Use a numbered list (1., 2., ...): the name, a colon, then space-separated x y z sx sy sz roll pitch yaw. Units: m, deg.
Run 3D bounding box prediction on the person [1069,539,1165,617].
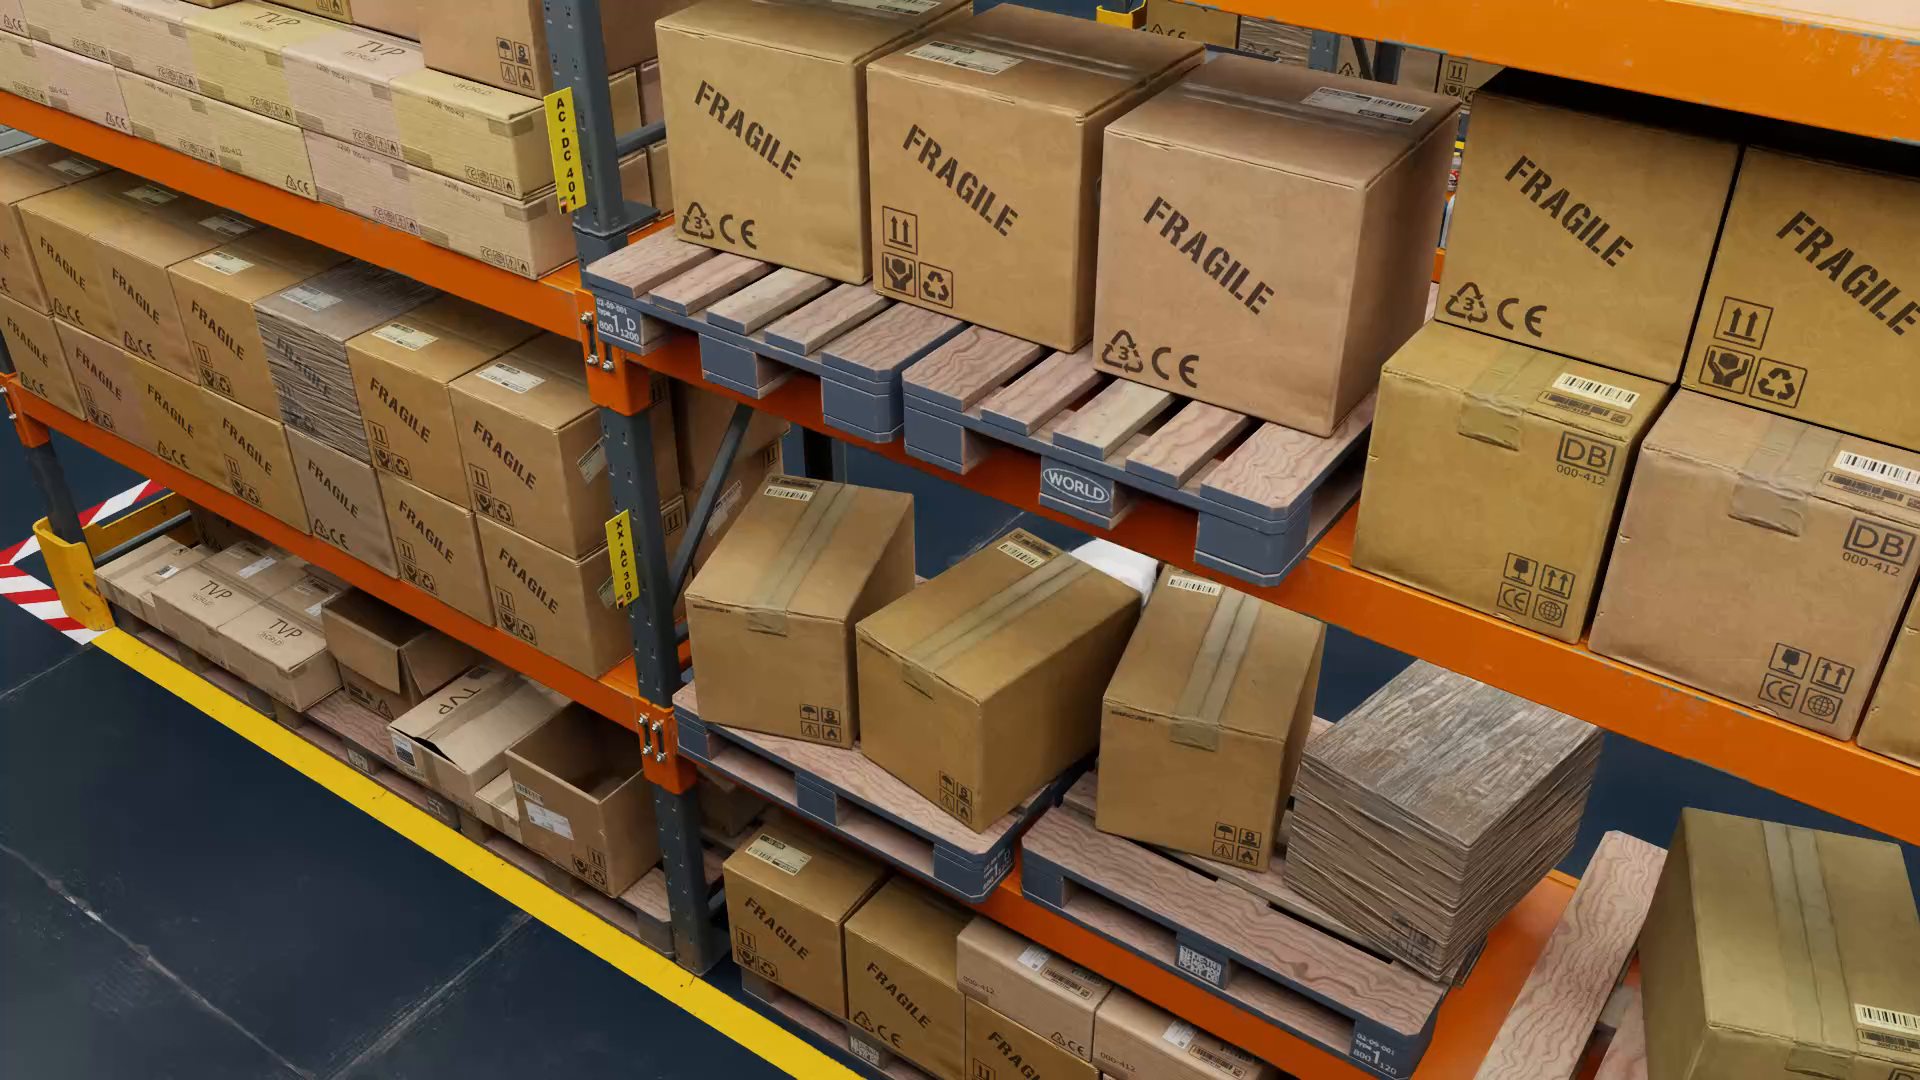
1. person: 0.688 0.384 7.043 0.838 1.224 0.622 22 40 29
